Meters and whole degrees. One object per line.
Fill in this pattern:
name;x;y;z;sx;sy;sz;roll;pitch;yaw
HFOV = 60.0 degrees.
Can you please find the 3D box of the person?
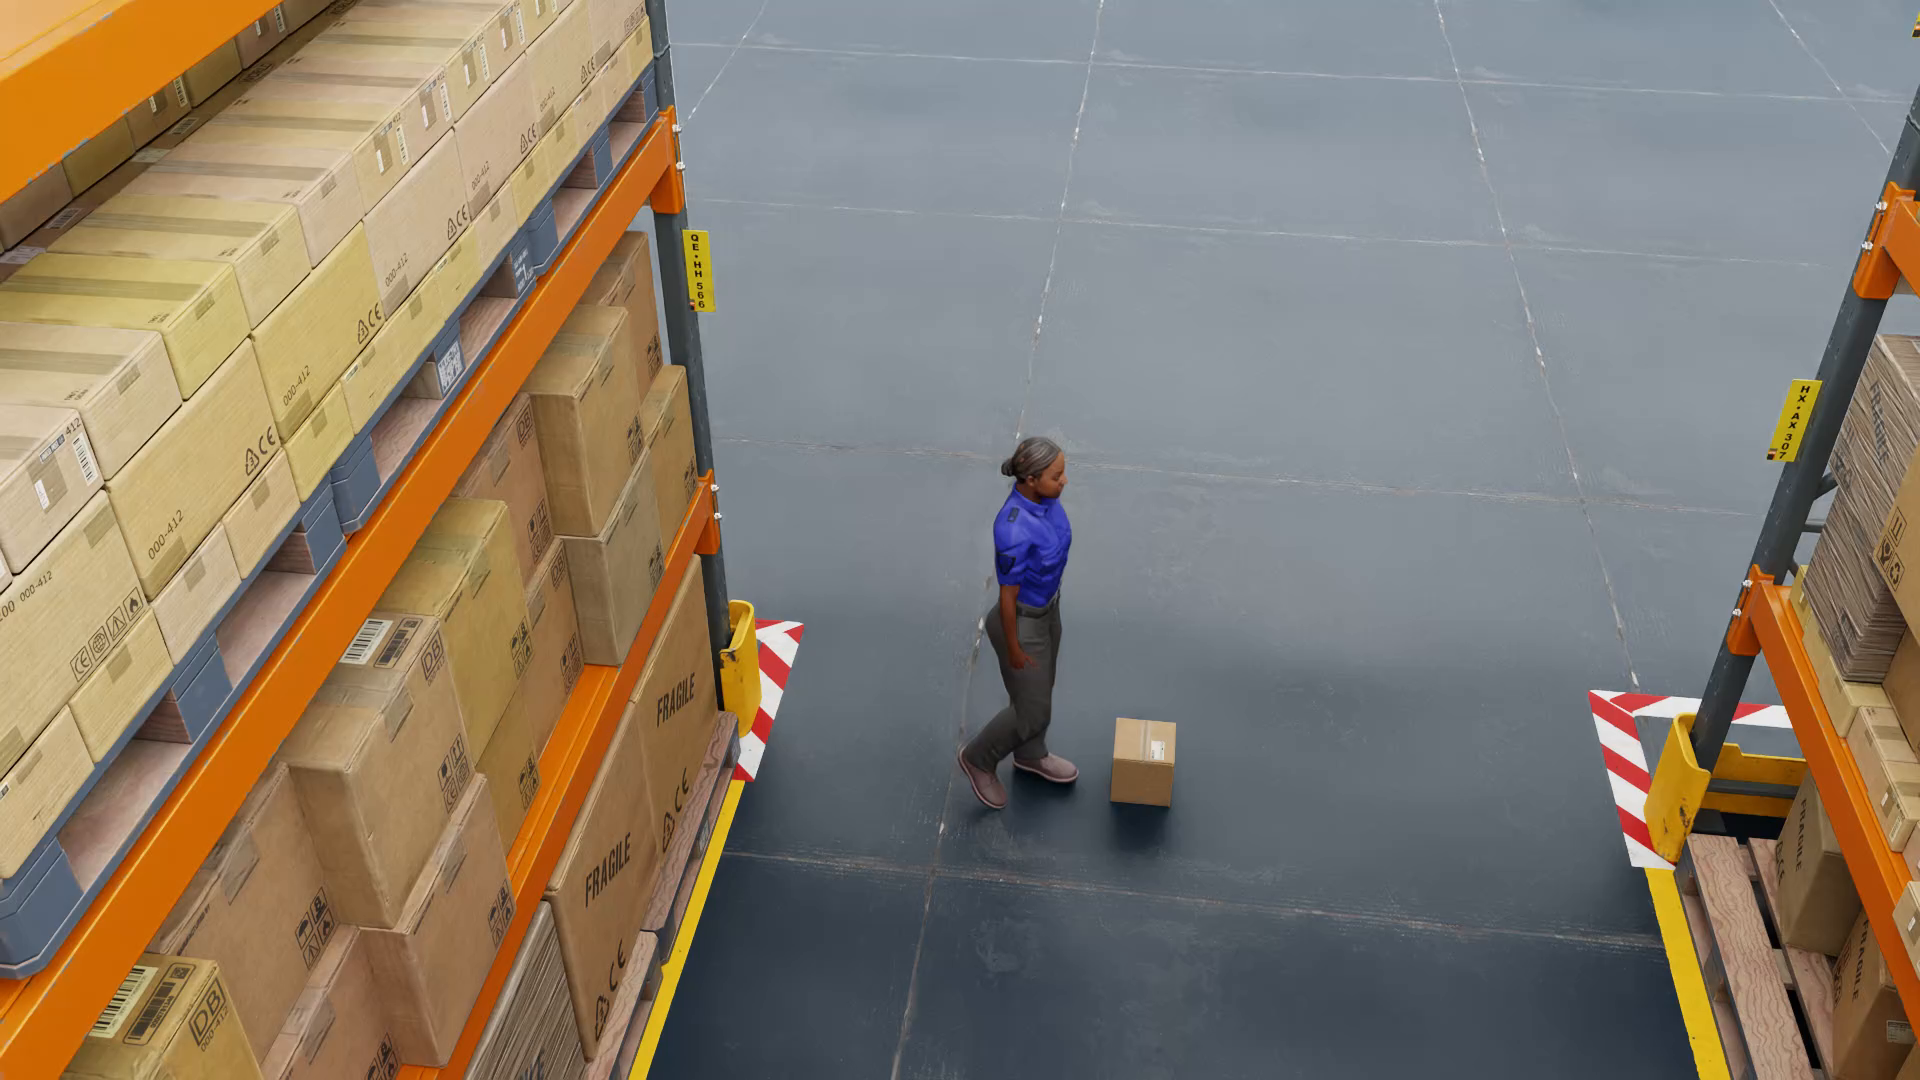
person;0.263;0.324;6.591;0.481;1.678;0.500;12;38;15
